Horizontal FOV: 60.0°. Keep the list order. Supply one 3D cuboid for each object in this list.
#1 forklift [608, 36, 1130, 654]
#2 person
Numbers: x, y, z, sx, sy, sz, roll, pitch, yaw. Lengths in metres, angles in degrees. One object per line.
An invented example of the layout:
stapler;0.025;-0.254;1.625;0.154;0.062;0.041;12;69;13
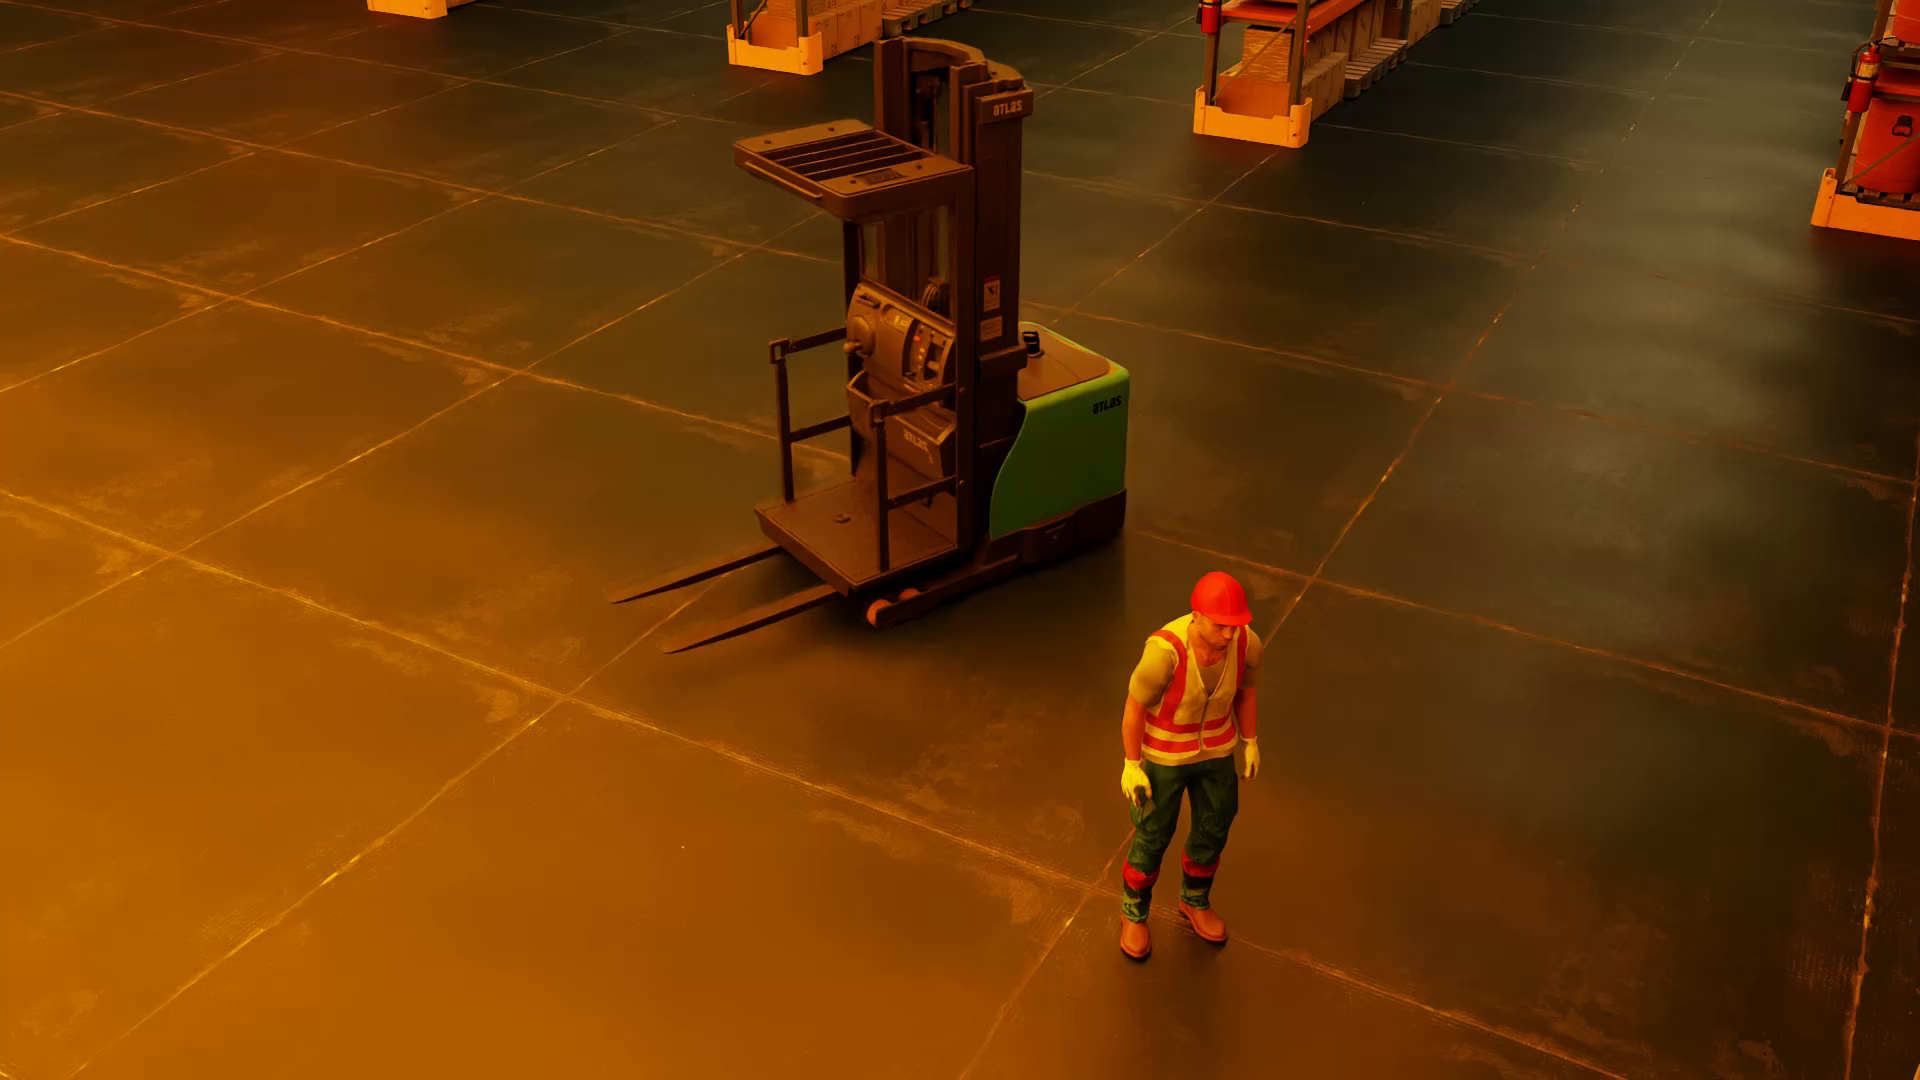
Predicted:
forklift;-0.495;-1.075;8.933;3.031;2.935;1.130;-20;36;-31
person;0.934;0.881;6.701;0.615;1.778;0.453;-9;31;-15
